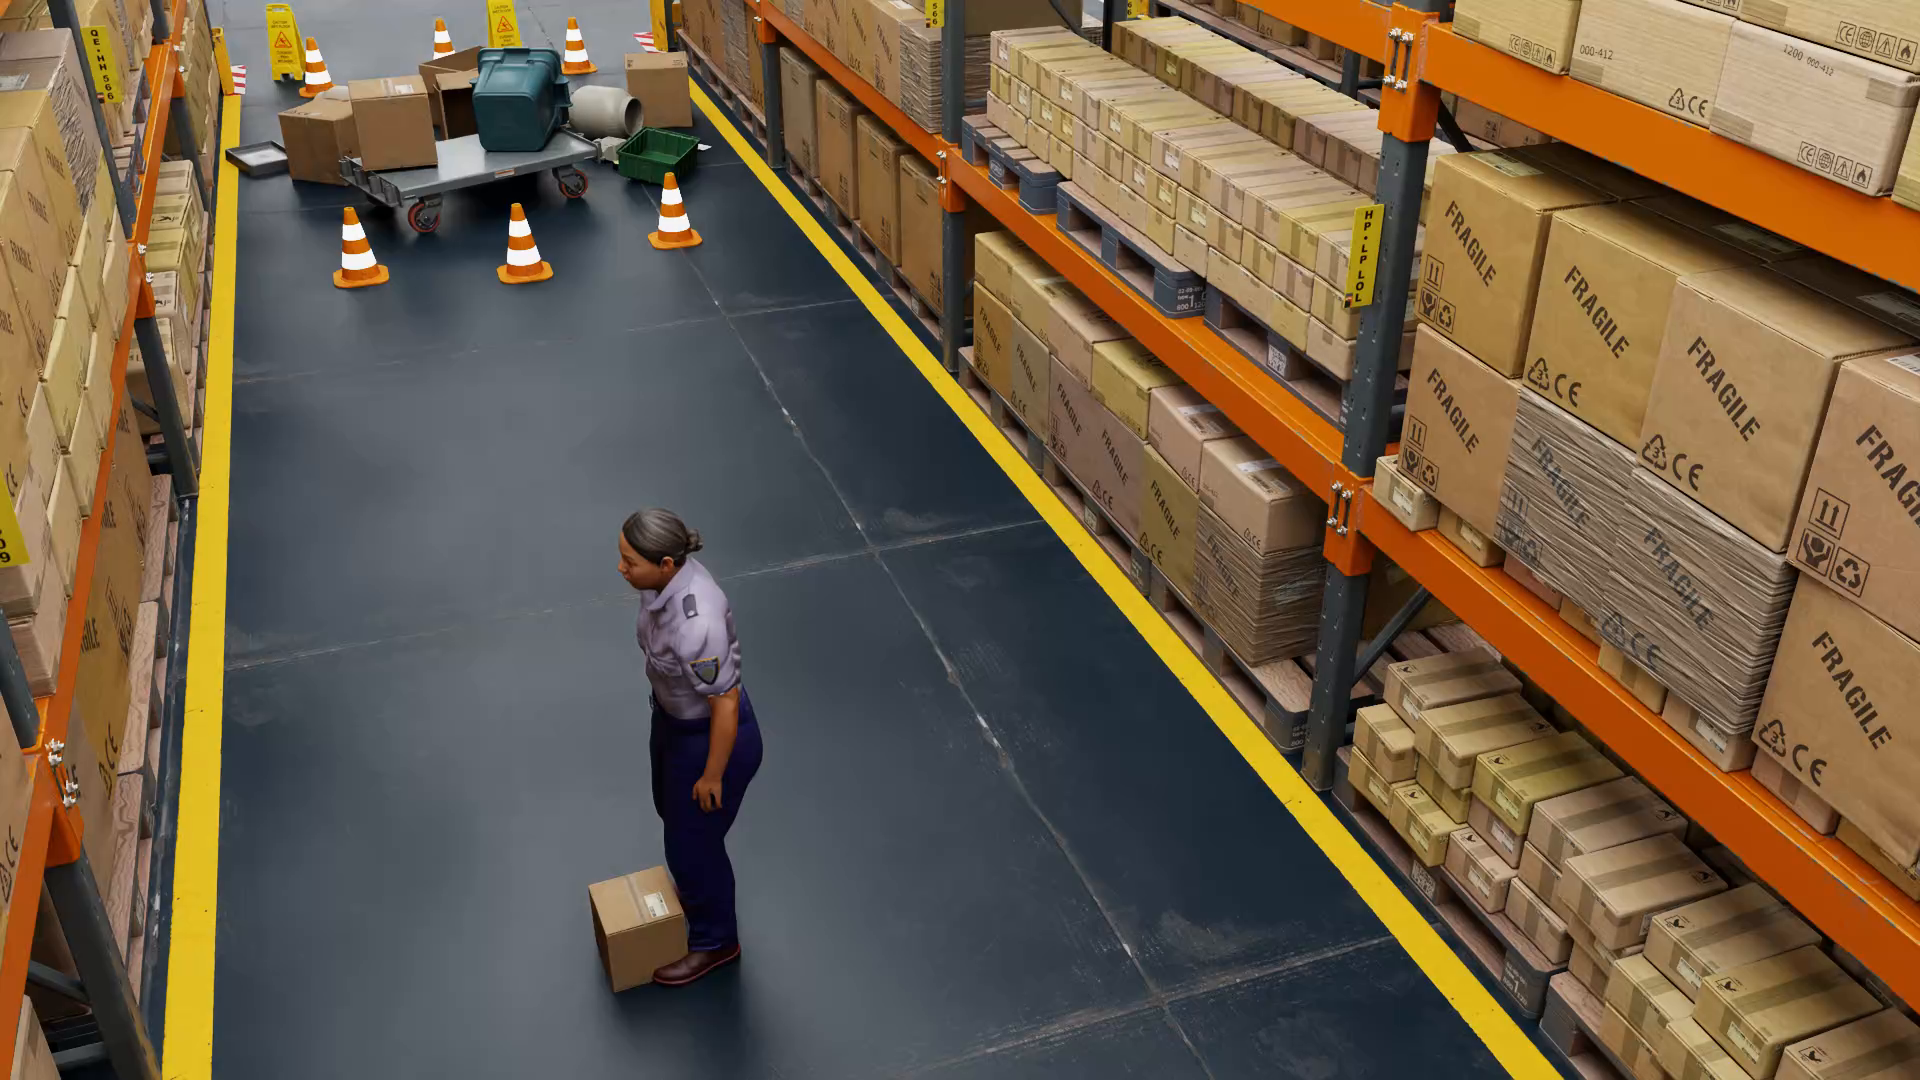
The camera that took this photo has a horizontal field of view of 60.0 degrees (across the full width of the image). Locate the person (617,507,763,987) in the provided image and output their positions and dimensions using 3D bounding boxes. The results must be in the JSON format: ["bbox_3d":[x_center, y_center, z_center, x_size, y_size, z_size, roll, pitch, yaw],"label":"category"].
[{"bbox_3d":[-0.841,0.604,5.093,0.425,1.650,0.551,-12,32,-20],"label":"person"}]
